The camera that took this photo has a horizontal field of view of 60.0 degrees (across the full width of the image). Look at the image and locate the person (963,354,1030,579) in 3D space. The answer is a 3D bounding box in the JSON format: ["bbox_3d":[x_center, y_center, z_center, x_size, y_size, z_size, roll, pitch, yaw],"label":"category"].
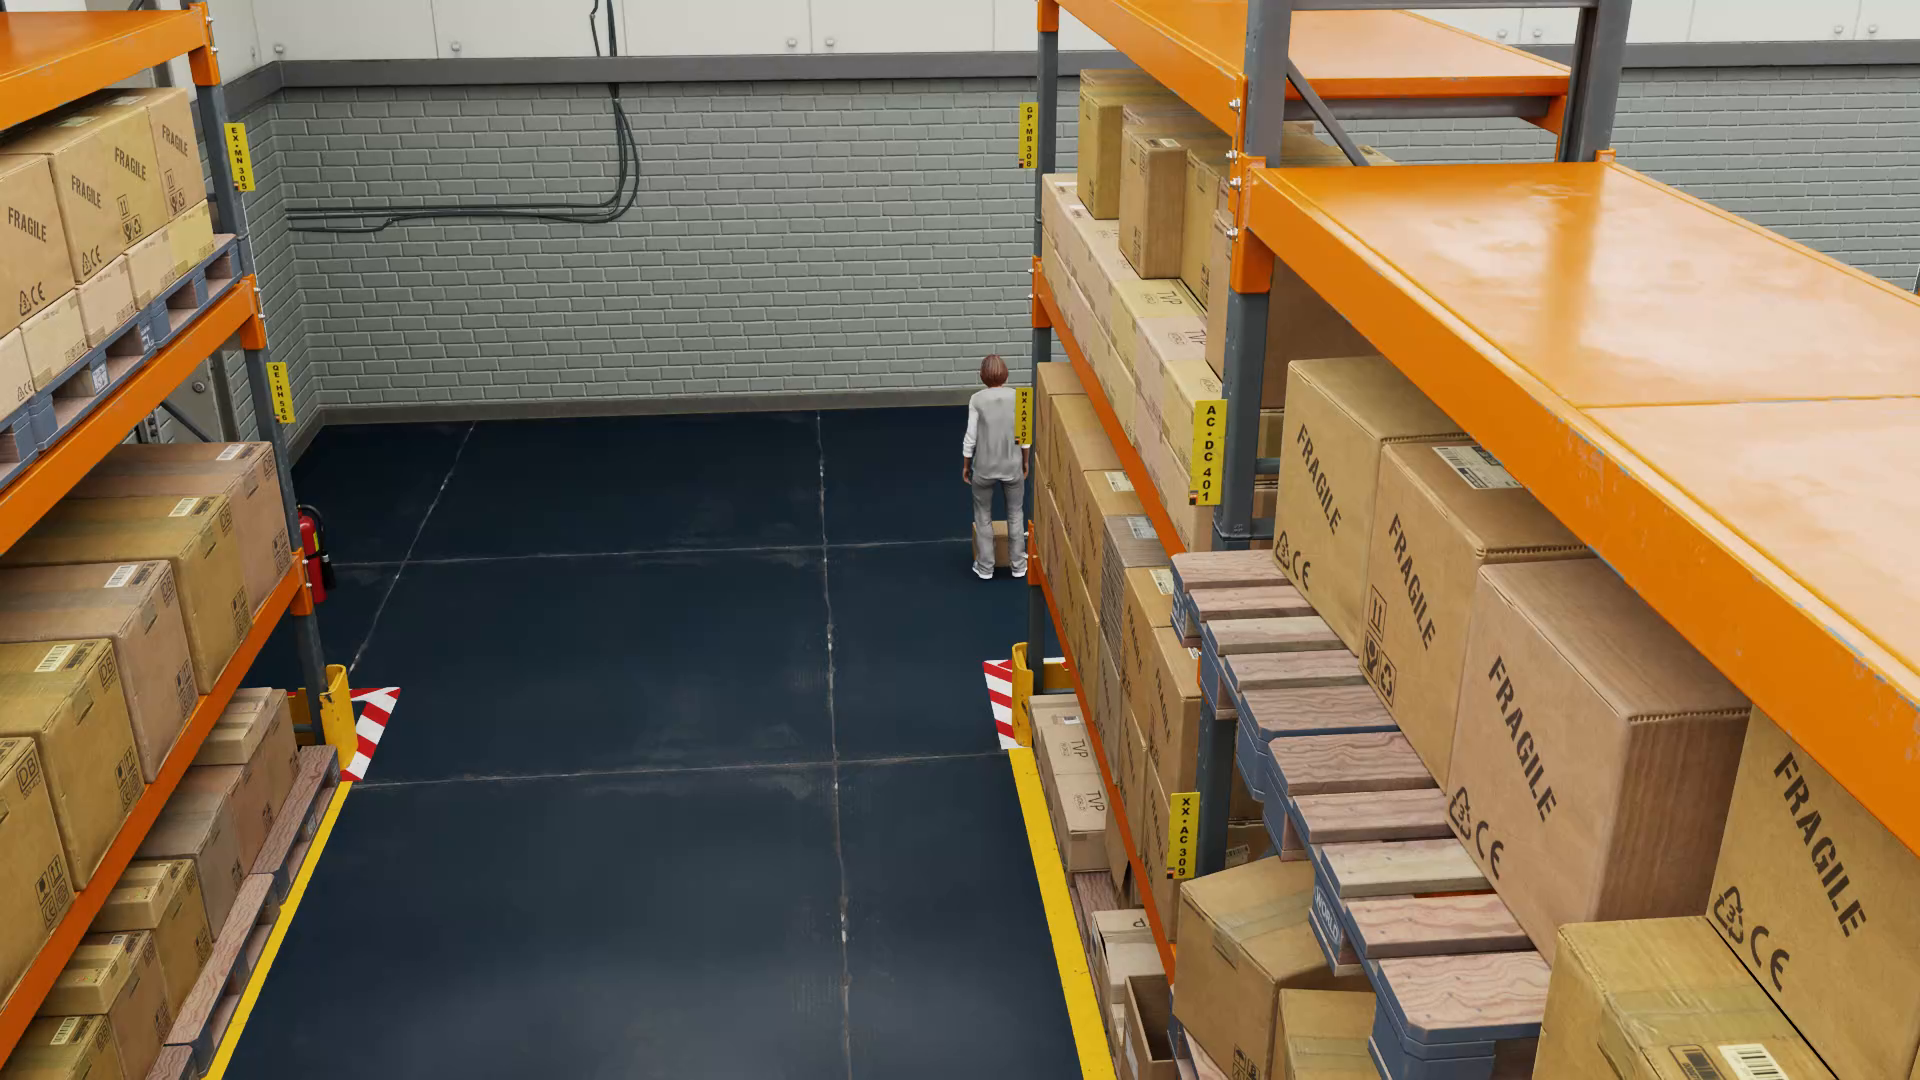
[{"bbox_3d":[0.257,-0.483,11.399,0.484,1.582,0.340,-3,24,-8],"label":"person"}]
